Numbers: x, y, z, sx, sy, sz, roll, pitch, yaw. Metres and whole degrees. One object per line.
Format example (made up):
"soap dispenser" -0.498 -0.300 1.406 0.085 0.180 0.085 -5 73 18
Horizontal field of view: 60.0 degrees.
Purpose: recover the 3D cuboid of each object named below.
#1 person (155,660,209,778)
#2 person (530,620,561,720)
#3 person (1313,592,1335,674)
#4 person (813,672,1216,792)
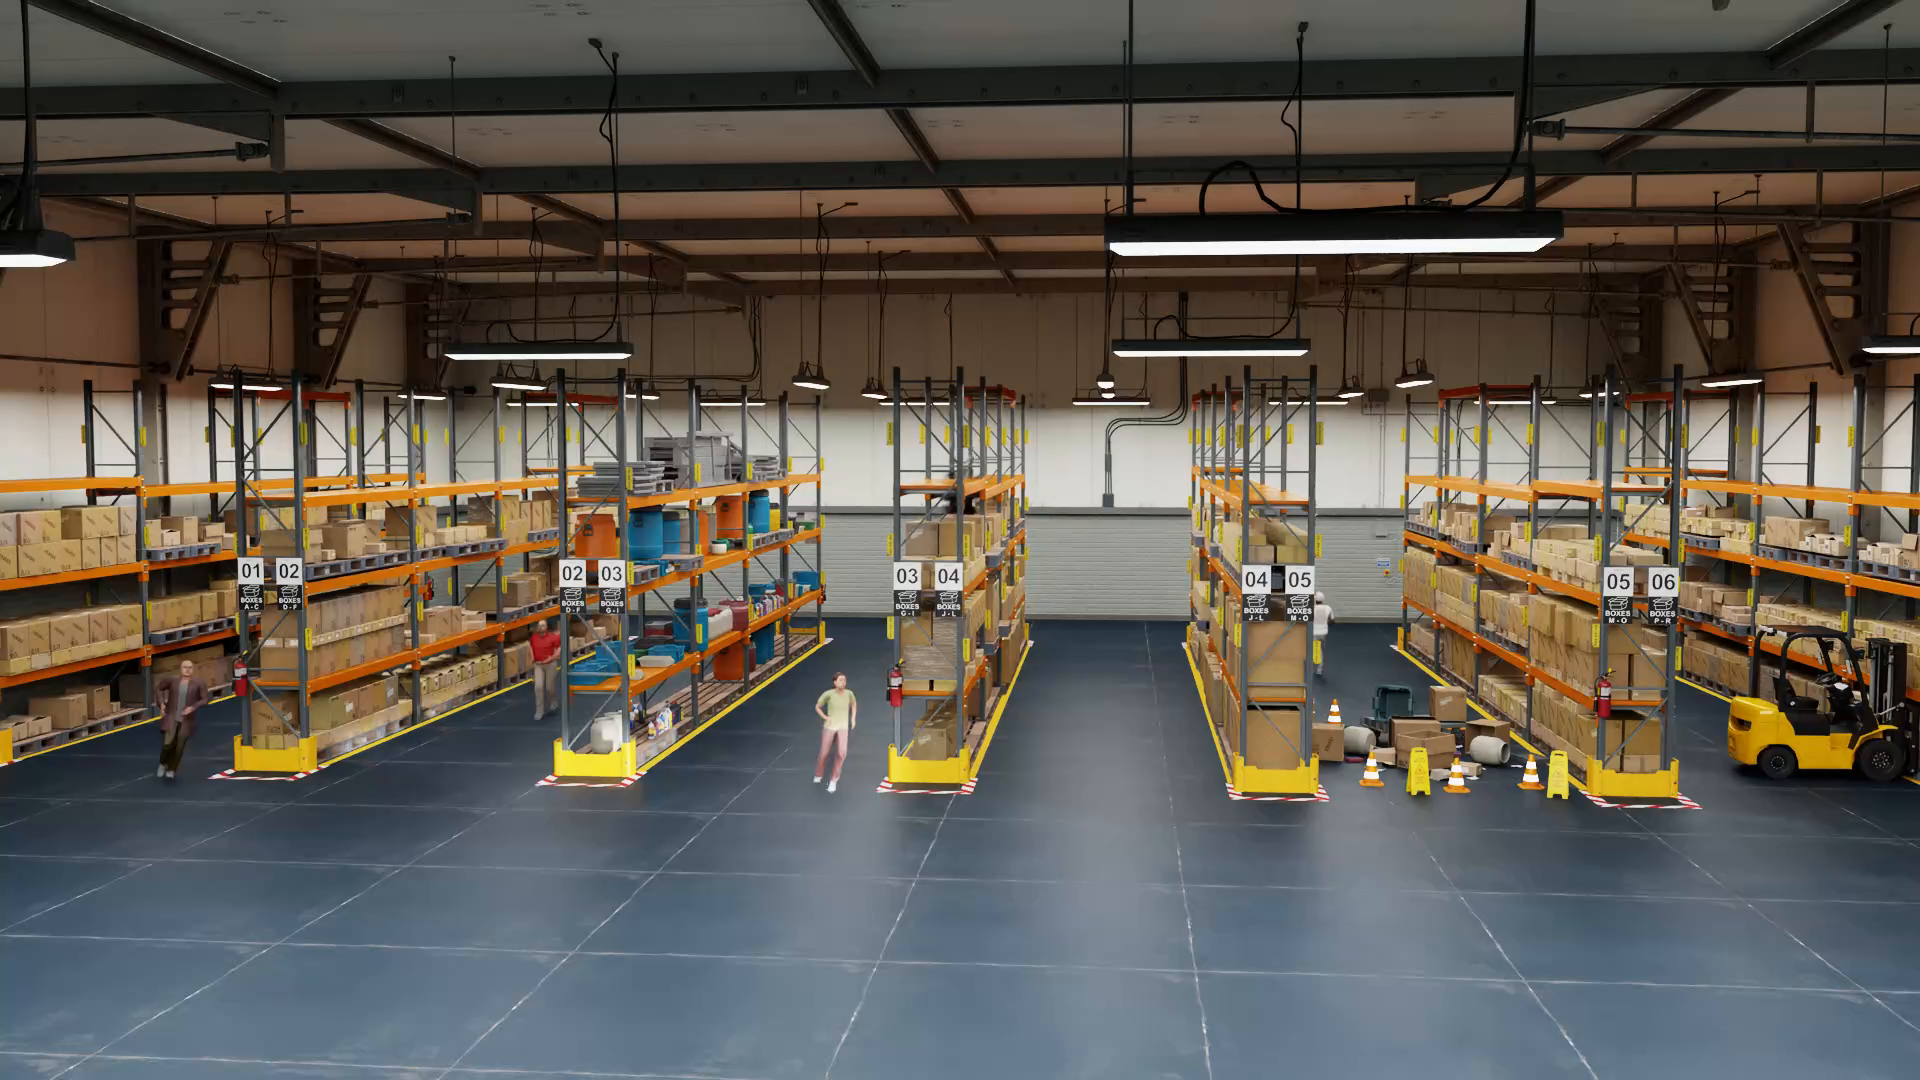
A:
"person" -11.392 2.626 24.362 0.729 1.735 0.634 -2 4 -26
"person" -7.405 2.294 29.759 0.649 1.756 0.836 0 4 3
"person" 7.538 1.955 35.054 0.674 1.732 0.617 0 4 -5
"person" 1.390 2.467 27.658 8.751 1.681 6.664 -1 4 -15
